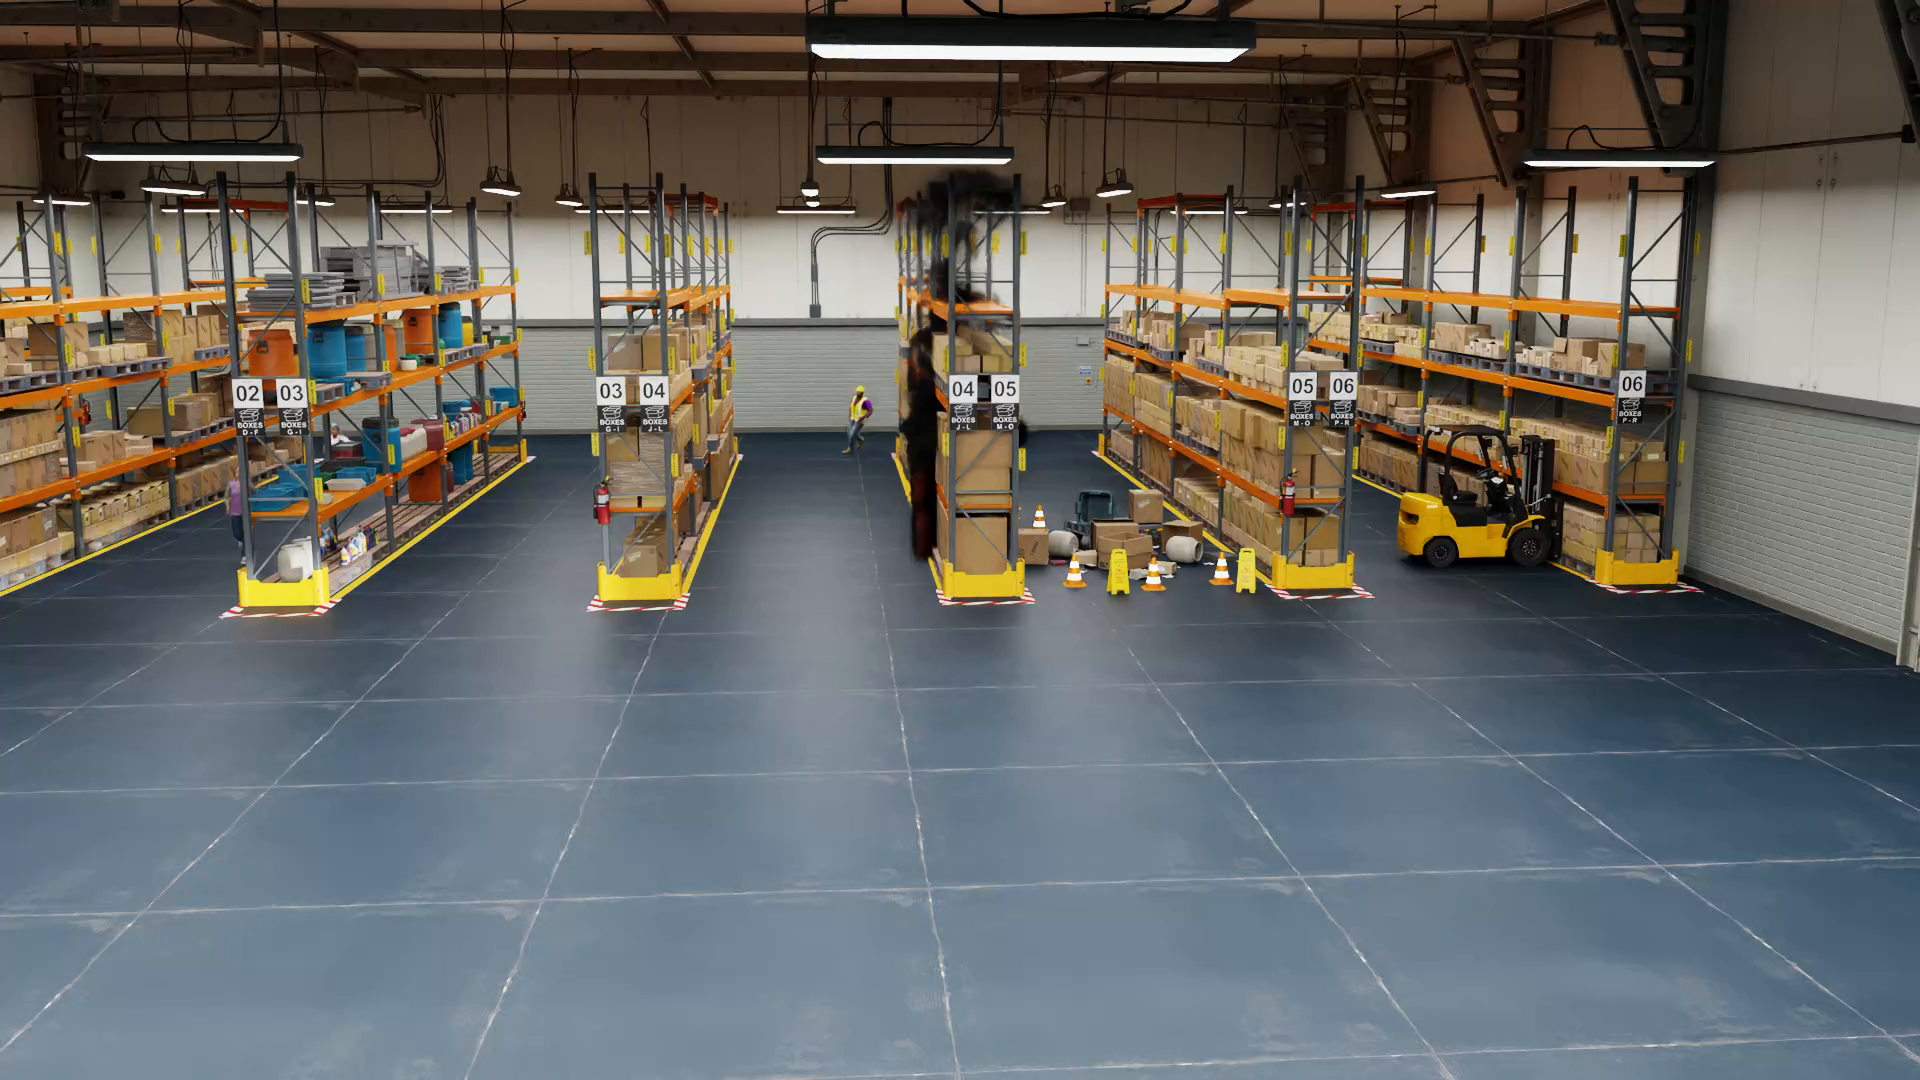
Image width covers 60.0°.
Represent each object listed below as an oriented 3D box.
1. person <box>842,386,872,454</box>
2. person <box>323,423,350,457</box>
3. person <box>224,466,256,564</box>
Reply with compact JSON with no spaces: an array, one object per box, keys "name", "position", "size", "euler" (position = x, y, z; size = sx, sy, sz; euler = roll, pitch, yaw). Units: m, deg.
[{"name":"person","position":[-2.418,-2.929,40.483],"size":[0.741,1.671,0.659],"euler":[9,14,43]},{"name":"person","position":[-12.088,-1.458,32.339],"size":[0.600,1.641,0.545],"euler":[-1,10,-3]},{"name":"person","position":[-11.477,-0.413,26.607],"size":[0.537,1.558,0.505],"euler":[-3,10,-16]}]
